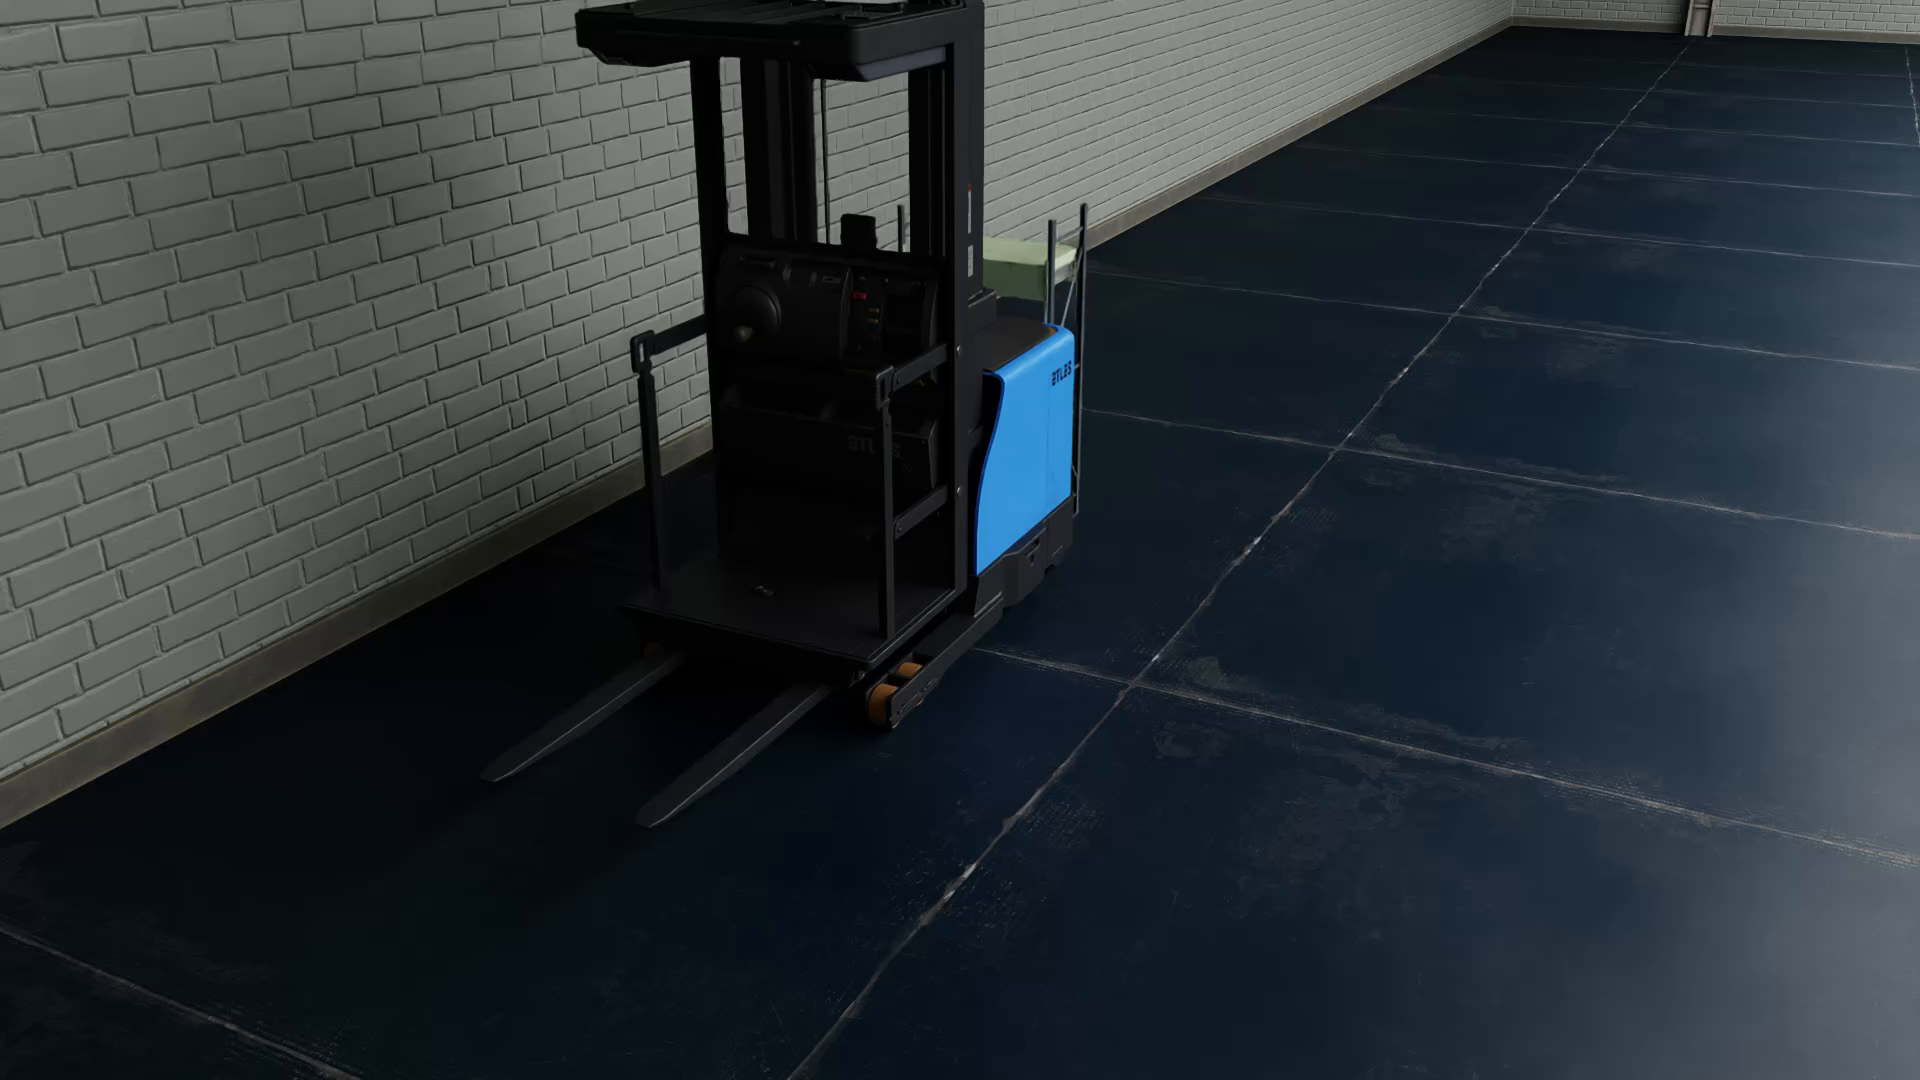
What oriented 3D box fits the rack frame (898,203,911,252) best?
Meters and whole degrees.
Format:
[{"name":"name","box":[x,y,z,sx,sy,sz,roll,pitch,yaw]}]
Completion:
[{"name":"rack frame","box":[-0.181,-0.879,7.901,0.023,1.500,0.400,11,25,24]}]

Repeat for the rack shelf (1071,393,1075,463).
[{"name":"rack shelf","box":[0.148,-0.516,7.880,0.720,0.370,0.431,11,25,24]}]

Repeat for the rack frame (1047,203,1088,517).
[{"name":"rack frame","box":[0.477,-0.753,7.605,0.023,1.500,0.400,11,25,24]}]

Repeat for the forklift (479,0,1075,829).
[{"name":"forklift","box":[-0.592,-0.849,6.002,1.130,2.935,3.031,11,25,24]}]

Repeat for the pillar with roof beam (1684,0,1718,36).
[{"name":"pillar with roof beam","box":[10.091,-10.875,21.823,0.400,9.000,9.100,11,25,25]}]

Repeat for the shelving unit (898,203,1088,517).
[{"name":"shelving unit","box":[0.148,-0.816,7.753,0.755,1.500,0.431,11,25,24]}]

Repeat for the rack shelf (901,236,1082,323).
[{"name":"rack shelf","box":[0.148,-1.175,7.600,0.720,0.370,0.431,11,25,24]}]
